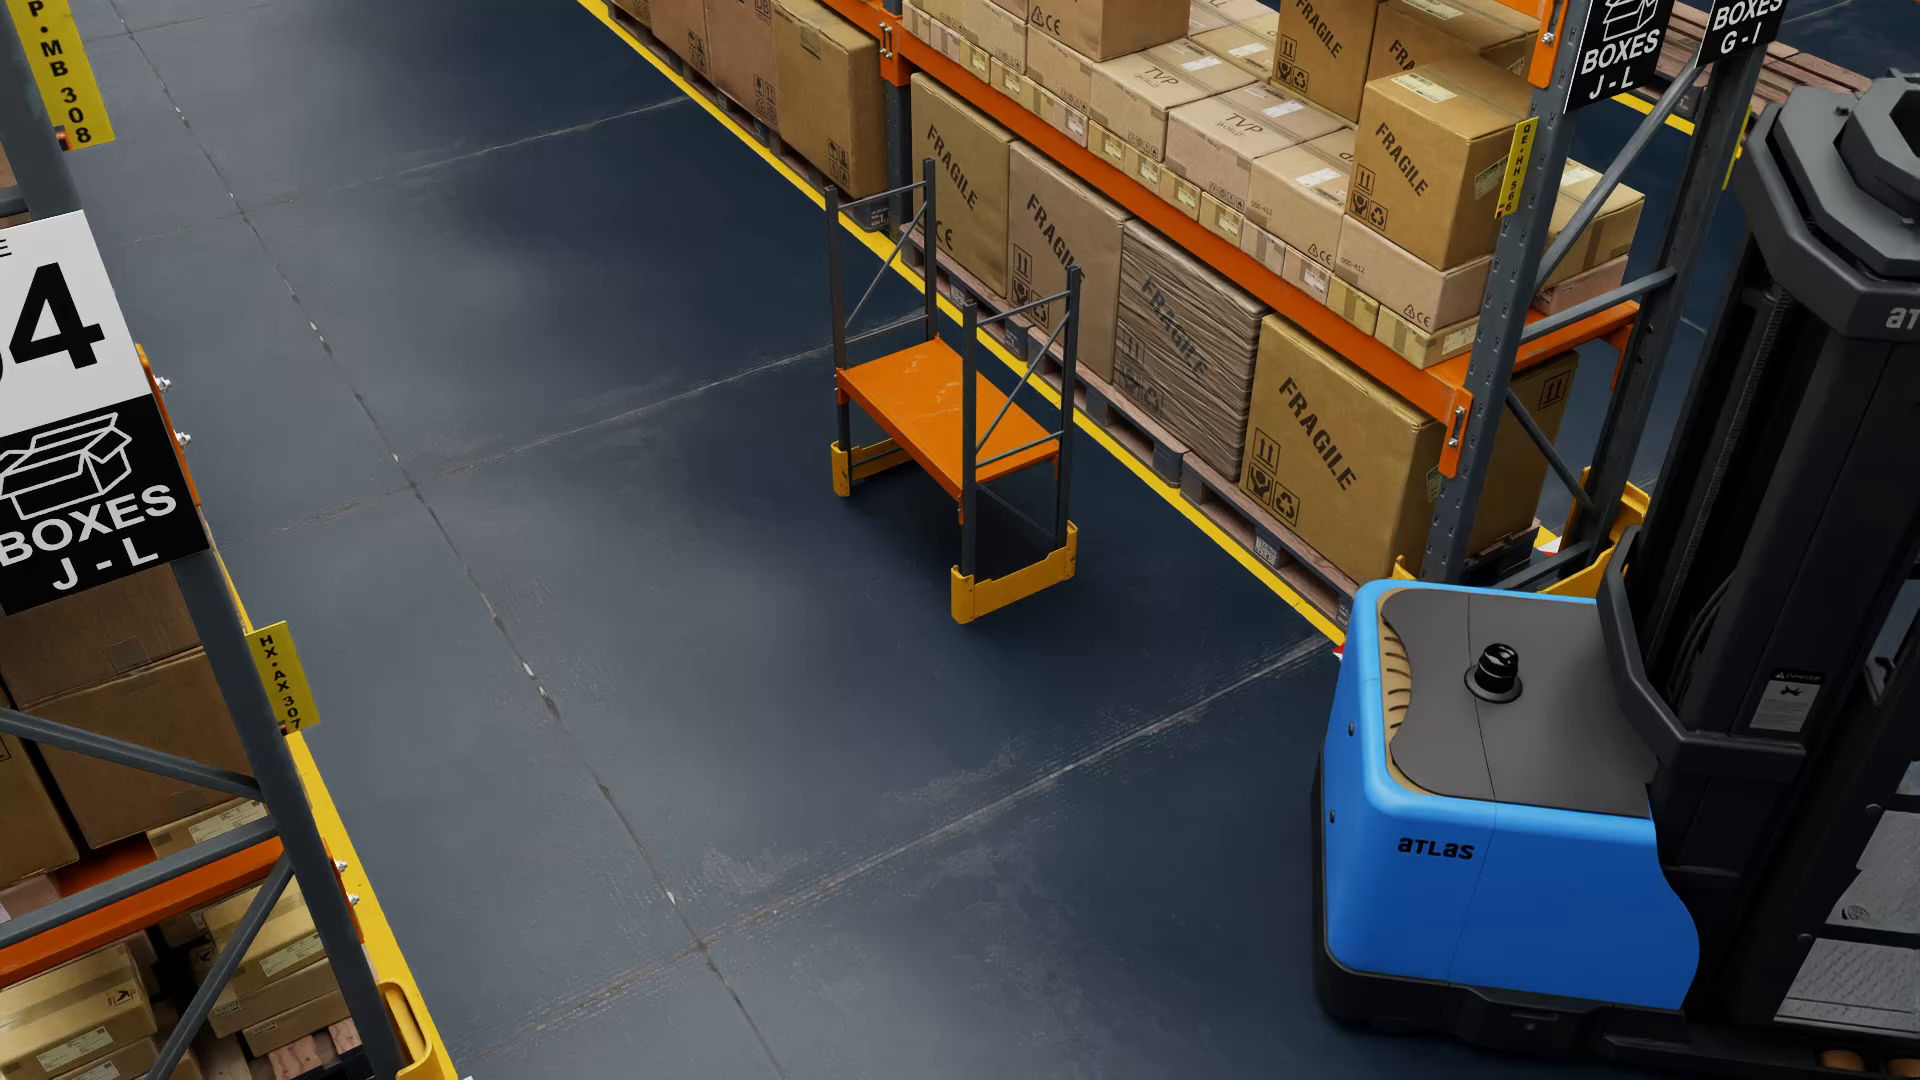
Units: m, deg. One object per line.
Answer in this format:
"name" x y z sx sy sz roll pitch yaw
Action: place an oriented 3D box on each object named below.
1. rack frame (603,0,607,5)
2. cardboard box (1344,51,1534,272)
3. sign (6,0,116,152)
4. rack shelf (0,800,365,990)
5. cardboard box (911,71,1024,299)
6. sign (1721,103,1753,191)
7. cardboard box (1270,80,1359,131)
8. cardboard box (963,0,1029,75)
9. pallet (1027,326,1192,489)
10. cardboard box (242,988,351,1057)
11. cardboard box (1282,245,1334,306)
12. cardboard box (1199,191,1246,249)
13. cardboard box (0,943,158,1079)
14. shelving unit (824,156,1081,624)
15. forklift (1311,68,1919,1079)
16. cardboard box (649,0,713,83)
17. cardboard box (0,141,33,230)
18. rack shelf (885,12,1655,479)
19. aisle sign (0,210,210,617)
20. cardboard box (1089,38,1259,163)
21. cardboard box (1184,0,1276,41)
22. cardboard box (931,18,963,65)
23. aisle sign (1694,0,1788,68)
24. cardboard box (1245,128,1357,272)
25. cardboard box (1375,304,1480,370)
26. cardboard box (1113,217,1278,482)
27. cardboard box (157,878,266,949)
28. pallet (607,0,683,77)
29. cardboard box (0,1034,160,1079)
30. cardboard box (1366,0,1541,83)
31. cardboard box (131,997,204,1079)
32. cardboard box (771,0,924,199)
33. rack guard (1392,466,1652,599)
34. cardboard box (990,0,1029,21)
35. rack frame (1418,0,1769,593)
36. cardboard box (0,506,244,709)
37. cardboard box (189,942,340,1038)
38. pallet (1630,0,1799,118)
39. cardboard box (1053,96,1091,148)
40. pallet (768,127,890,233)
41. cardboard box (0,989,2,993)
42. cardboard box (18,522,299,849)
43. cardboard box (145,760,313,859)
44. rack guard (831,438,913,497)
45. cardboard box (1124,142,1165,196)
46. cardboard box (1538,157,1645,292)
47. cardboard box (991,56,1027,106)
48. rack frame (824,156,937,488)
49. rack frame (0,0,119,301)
"rack frame" -2.089 -5.126 11.059 1.000 3.000 0.127 -22 45 -24
"cardboard box" 1.729 -1.326 5.797 0.500 0.500 0.500 -22 44 -24
"sign" -1.566 -0.831 2.878 0.100 0.325 0.005 -22 45 -24
"rack shelf" -3.099 0.041 5.419 1.077 0.370 4.000 -22 45 -24
"cardboard box" 0.349 -1.929 8.553 0.875 0.875 0.875 -22 45 -24
"sign" 2.684 -1.359 5.800 0.100 0.325 0.005 -22 45 -24
"cardboard box" 1.630 -1.768 6.913 0.500 0.250 0.500 -24 45 -26
"cardboard box" 0.357 -2.410 7.684 0.500 0.250 0.500 -22 45 -25
"pallet" 1.065 -0.800 8.045 1.003 0.211 1.213 -22 45 -24
"cardboard box" -2.035 1.385 5.144 0.380 0.149 0.250 -21 44 -24
"cardboard box" 1.468 -1.067 6.384 0.380 0.149 0.250 -22 45 -24
"cardboard box" 1.193 -1.342 6.713 0.380 0.149 0.250 -23 45 -25
"cardboard box" -2.522 1.351 4.720 0.380 0.149 0.250 -22 44 -24
"shelving unit" -0.041 -0.617 6.819 0.587 1.500 1.083 -22 45 -24
"forklift" 2.708 0.262 4.646 3.031 2.935 1.130 6 40 7
"cardboard box" -1.263 -3.608 10.569 1.225 0.875 0.875 -22 45 -24
"cardboard box" -2.046 -0.774 3.220 0.500 0.250 0.500 -21 44 -24
"rack shelf" 1.137 -1.612 7.403 1.077 0.370 4.000 -22 45 -24
"aisle sign" -1.731 -0.218 3.138 0.394 0.787 0.004 -22 45 -24
"cardboard box" 0.899 -1.864 7.028 0.500 0.250 0.500 -22 45 -24
"cardboard box" 1.075 -2.322 7.579 0.500 0.250 0.500 -21 44 -24
"cardboard box" 0.082 -2.455 8.049 0.380 0.149 0.250 -24 45 -26
"aisle sign" 2.504 -1.872 5.122 0.394 0.787 0.004 -22 45 -24
"cardboard box" 1.456 -1.309 6.363 0.500 0.250 0.500 -23 45 -25
"cardboard box" 1.744 -0.791 6.052 0.380 0.149 0.250 -21 44 -24
"cardboard box" 1.312 -0.963 7.394 0.875 0.875 0.875 -22 45 -24
"cardboard box" -2.269 1.042 5.090 0.380 0.149 0.250 -21 44 -24
"pallet" -1.729 -3.604 11.410 1.003 0.211 1.213 -22 45 -24
"cardboard box" -2.548 1.477 4.801 0.380 0.149 0.250 -23 45 -25
"cardboard box" 1.913 -1.775 6.336 0.500 0.500 0.500 -23 45 -25
"cardboard box" -2.482 1.566 4.927 0.380 0.149 0.250 -21 44 -24
"cardboard box" -0.299 -2.651 9.420 1.225 0.875 0.875 -22 45 -24
"rack guard" 2.226 0.165 6.662 1.175 0.500 0.348 -22 45 -24
"cardboard box" 0.362 -2.697 7.443 0.500 0.500 0.500 -22 45 -24
"rack frame" 2.213 -0.809 5.877 1.000 3.000 0.127 -22 45 -24
"cardboard box" -2.041 -0.026 3.847 0.500 0.500 0.500 -22 45 -25
"cardboard box" -2.089 1.293 5.022 0.380 0.149 0.250 -20 44 -23
"pallet" 4.666 -3.218 10.946 1.003 0.211 1.213 -22 45 -24
"cardboard box" 0.638 -1.897 7.380 0.380 0.149 0.250 -22 44 -24
"pallet" -0.417 -2.287 9.829 1.003 0.211 1.213 -22 45 -24
"cardboard box" -2.829 1.197 5.137 0.380 0.149 0.250 -24 45 -26
"cardboard box" -2.032 0.354 4.171 0.500 0.500 0.500 -20 44 -22
"cardboard box" -1.921 0.653 4.319 0.380 0.149 0.250 -23 45 -25
"rack guard" -0.309 -0.406 7.542 0.587 0.250 0.087 -22 45 -24
"cardboard box" 0.922 -1.616 7.042 0.380 0.149 0.250 -21 44 -24
"cardboard box" 2.182 -1.217 6.252 0.500 0.250 0.500 -23 45 -25
"cardboard box" 0.367 -2.172 7.709 0.380 0.149 0.250 -23 45 -26
"rack frame" -0.319 -0.897 7.154 0.500 1.500 0.032 -22 45 -24
"rack frame" -2.024 -1.461 1.973 1.000 3.000 0.127 -22 45 -24
